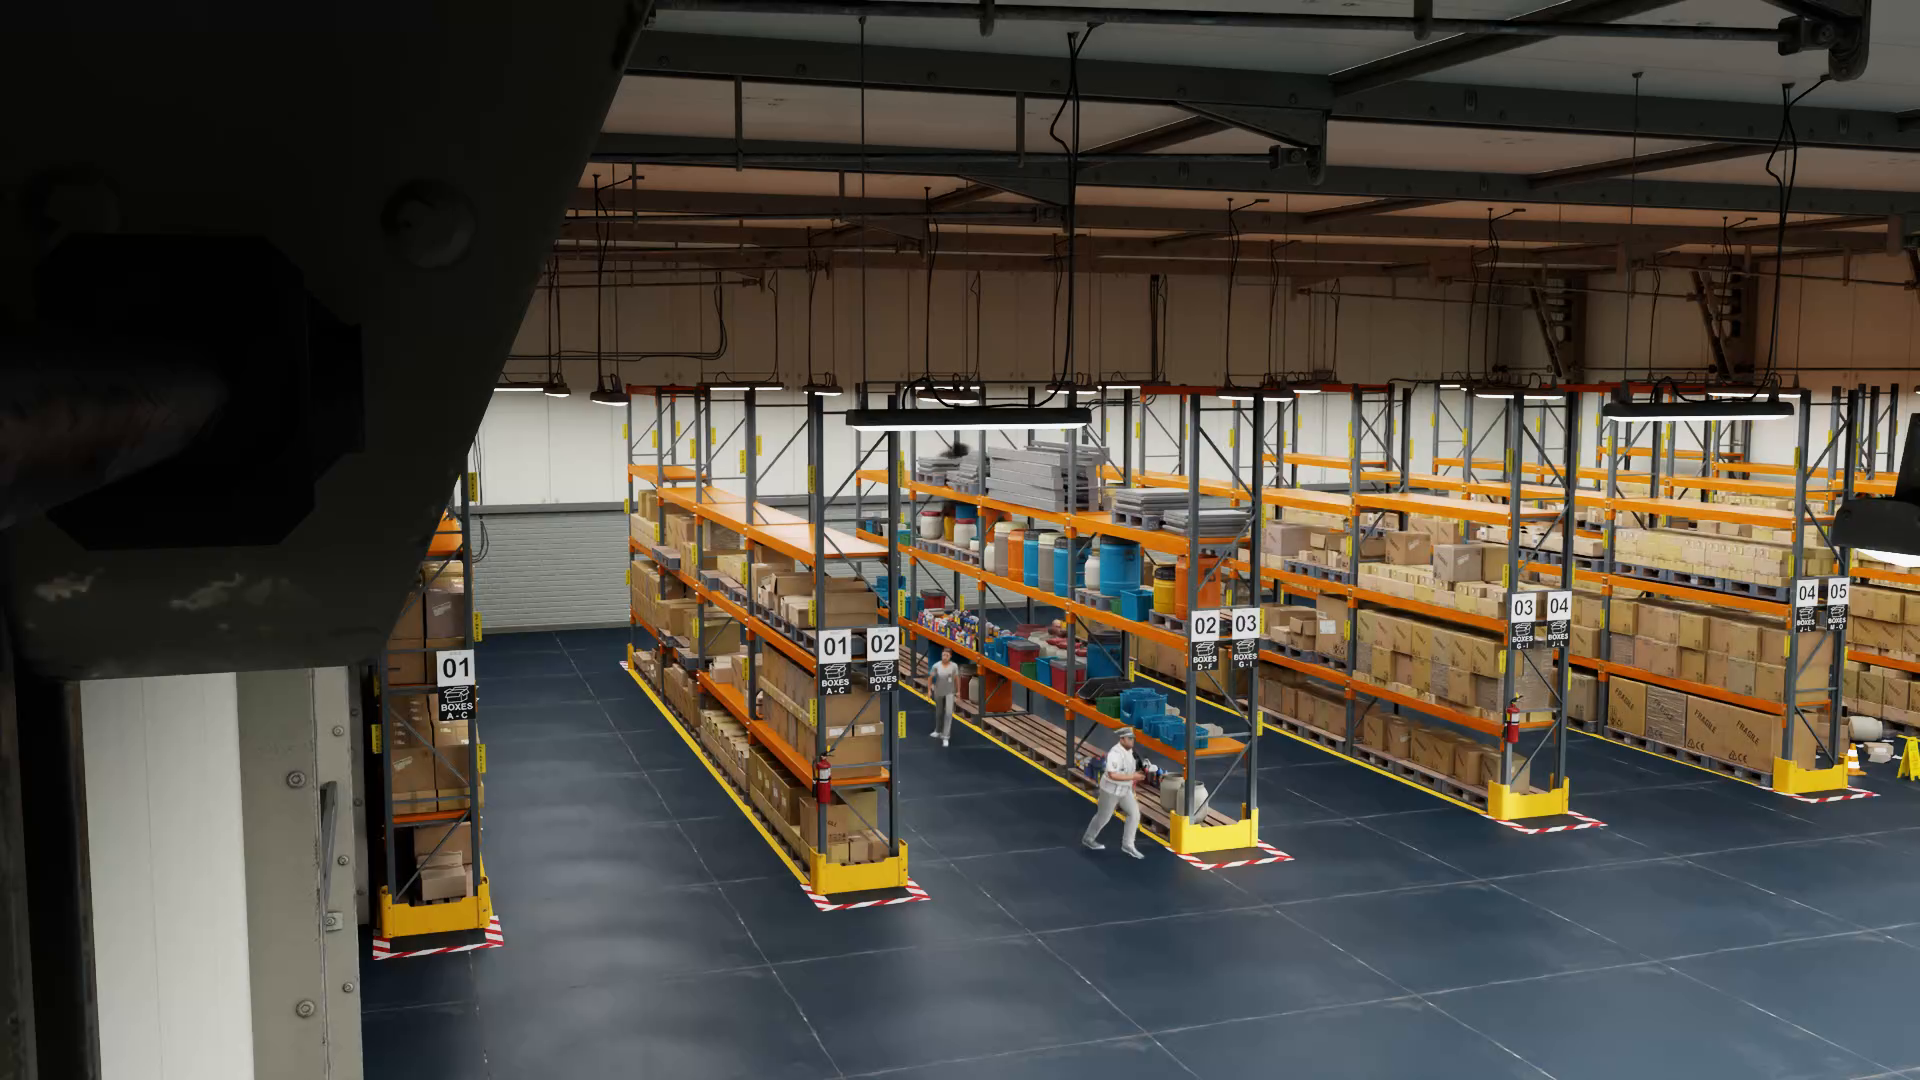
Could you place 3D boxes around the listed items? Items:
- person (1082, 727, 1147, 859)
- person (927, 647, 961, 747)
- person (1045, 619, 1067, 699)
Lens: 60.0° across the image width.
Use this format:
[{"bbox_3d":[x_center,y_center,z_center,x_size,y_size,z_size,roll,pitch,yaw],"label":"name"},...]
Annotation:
[{"bbox_3d":[2.013,3.258,21.530,0.963,1.772,0.666,4,7,37],"label":"person"},{"bbox_3d":[-0.270,2.592,27.969,0.565,1.616,0.939,0,6,0],"label":"person"},{"bbox_3d":[1.828,2.277,31.700,0.739,1.588,0.869,-1,6,-9],"label":"person"}]
